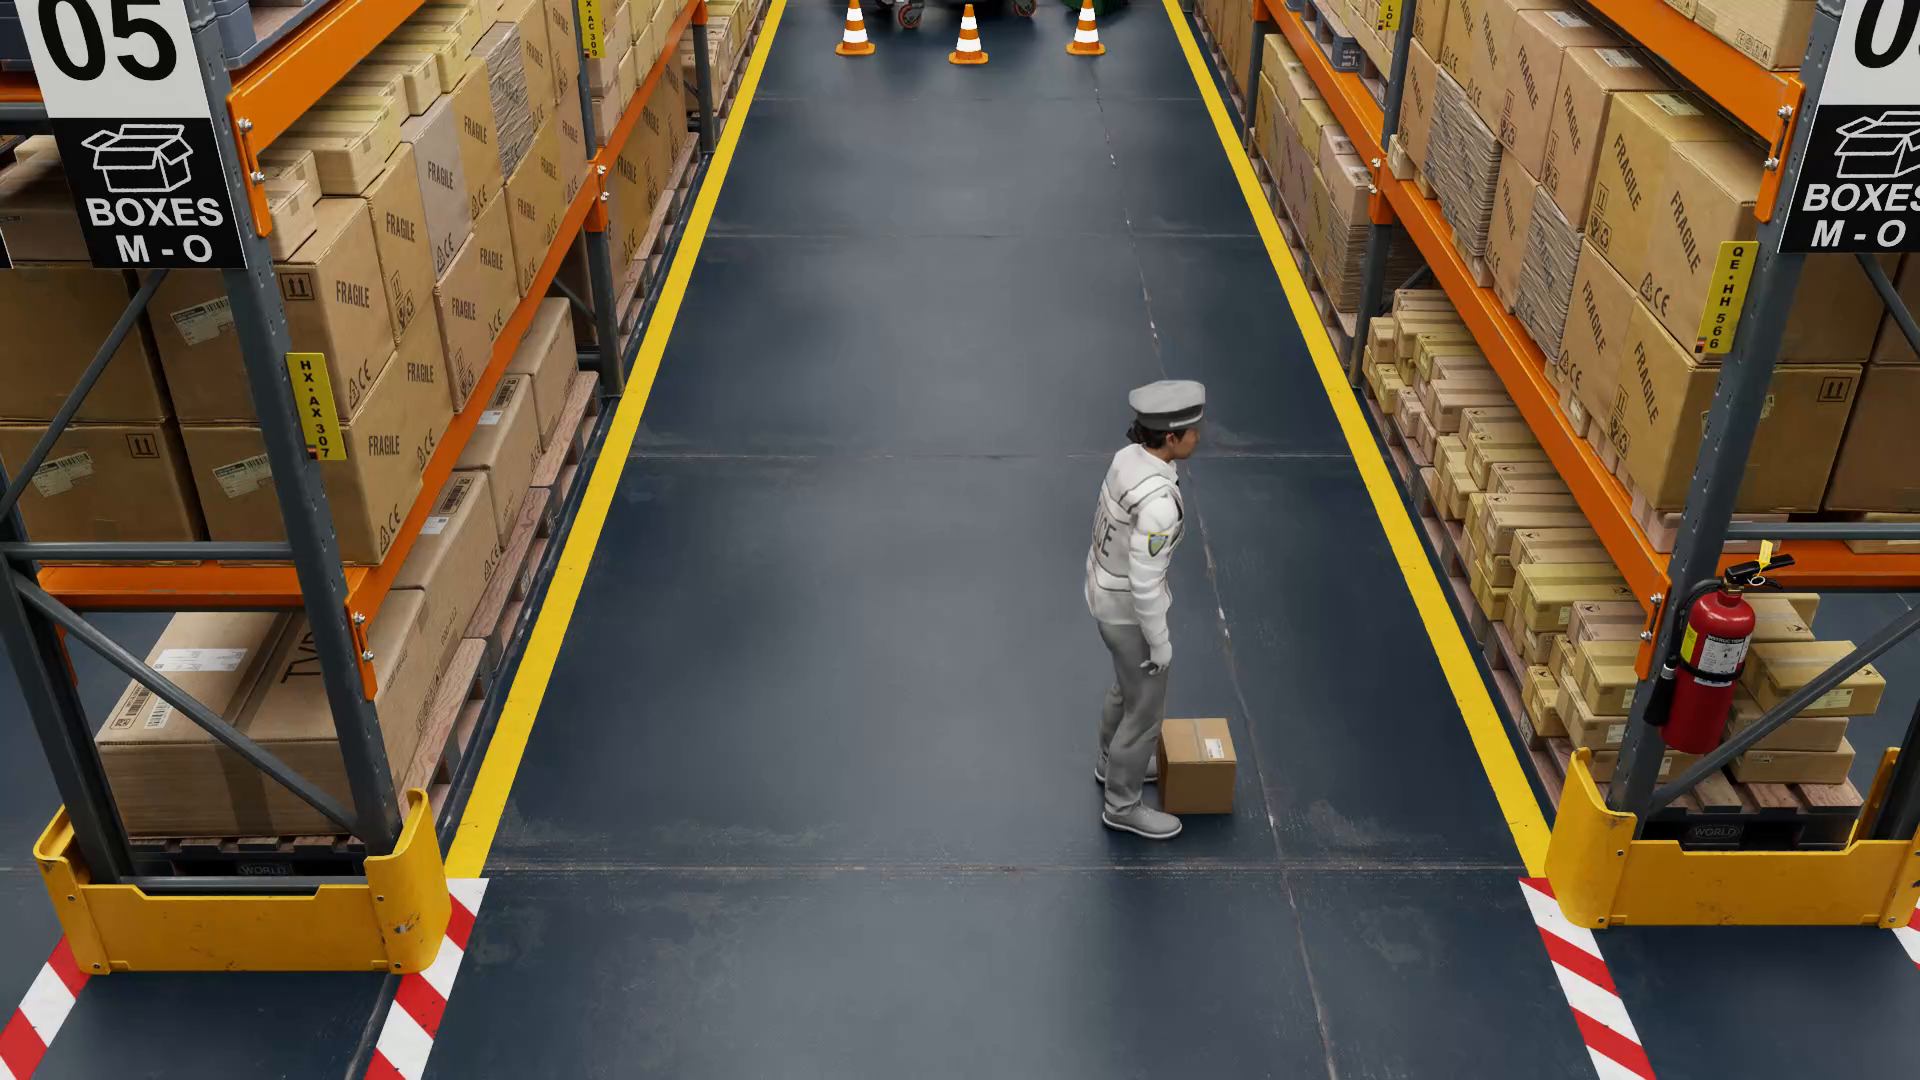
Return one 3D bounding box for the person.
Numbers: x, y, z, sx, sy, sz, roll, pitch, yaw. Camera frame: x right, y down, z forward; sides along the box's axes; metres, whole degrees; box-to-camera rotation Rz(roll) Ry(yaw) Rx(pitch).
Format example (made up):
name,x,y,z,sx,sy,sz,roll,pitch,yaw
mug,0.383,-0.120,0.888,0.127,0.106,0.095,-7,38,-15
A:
name,x,y,z,sx,sy,sz,roll,pitch,yaw
person,0.623,0.234,5.754,0.376,1.663,0.544,-2,32,-3
